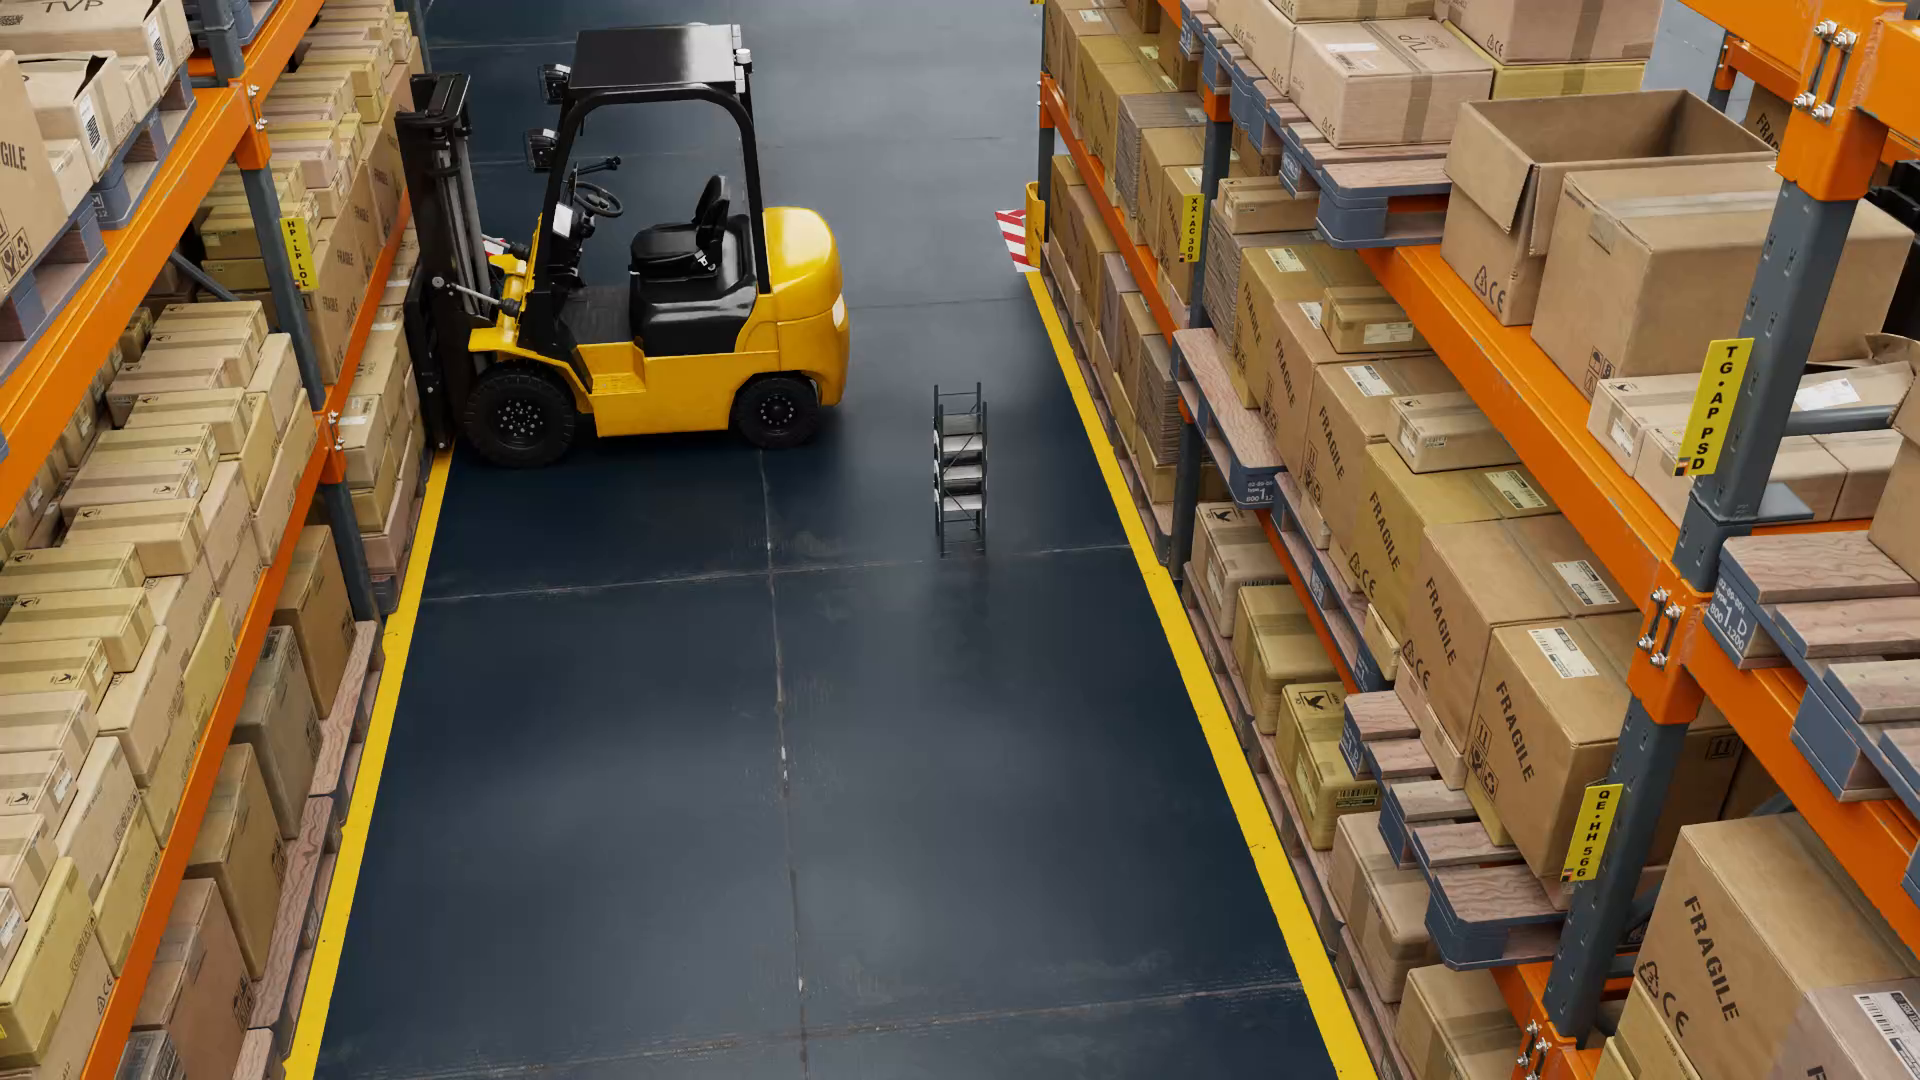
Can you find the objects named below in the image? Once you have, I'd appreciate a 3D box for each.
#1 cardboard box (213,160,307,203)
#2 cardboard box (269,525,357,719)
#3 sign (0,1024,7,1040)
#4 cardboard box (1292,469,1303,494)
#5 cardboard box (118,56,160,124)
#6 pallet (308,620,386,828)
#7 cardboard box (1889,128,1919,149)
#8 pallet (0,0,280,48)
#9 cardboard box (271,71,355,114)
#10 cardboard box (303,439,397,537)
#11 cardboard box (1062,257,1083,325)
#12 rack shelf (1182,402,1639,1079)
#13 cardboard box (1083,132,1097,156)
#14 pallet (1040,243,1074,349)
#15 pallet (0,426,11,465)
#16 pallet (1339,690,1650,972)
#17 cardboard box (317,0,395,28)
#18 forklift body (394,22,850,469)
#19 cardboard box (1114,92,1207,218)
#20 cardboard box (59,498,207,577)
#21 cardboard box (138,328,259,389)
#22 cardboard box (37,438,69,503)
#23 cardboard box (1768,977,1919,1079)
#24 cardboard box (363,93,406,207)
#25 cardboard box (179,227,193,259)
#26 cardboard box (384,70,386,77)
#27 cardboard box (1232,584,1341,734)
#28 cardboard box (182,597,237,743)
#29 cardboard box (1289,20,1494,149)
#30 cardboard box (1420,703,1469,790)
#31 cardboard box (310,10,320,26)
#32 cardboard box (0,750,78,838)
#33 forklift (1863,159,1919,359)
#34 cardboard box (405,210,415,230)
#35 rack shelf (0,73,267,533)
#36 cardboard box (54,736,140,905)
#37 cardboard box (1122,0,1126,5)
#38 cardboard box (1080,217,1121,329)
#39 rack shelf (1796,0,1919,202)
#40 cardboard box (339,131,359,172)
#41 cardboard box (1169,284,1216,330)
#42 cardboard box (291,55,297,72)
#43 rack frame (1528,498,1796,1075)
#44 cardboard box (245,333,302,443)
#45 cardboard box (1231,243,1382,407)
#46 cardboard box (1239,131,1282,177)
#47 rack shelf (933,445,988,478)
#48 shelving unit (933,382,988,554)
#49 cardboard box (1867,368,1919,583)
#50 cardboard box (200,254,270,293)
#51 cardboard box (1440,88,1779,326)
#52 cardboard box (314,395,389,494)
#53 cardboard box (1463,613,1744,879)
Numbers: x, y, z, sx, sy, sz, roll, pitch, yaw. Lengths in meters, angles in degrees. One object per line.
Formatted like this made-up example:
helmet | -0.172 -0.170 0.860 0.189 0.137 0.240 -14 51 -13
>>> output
cardboard box | -3.249 -1.630 7.678 0.380 0.149 0.250 -5 35 -7
cardboard box | -3.251 0.381 7.391 0.875 0.625 0.625 -3 34 -4
sign | -2.258 1.023 3.755 0.100 0.325 0.005 -4 35 -6
cardboard box | 1.510 -0.255 6.439 0.380 0.149 0.250 -4 34 -6
cardboard box | -2.883 -1.476 5.479 0.380 0.149 0.250 -4 35 -6
pallet | -3.195 0.844 7.453 1.003 0.211 1.213 -4 35 -6
cardboard box | 6.193 -2.696 10.039 0.875 0.550 0.500 -4 35 -6
pallet | -3.473 -2.394 7.142 1.003 0.211 1.213 -4 35 -6
cardboard box | -3.401 -2.342 8.722 0.380 0.149 0.250 -4 34 -6
cardboard box | -3.091 -0.254 8.212 0.500 0.250 0.500 -5 35 -7
cardboard box | 0.943 -1.608 10.643 0.500 0.250 0.500 -3 34 -5
rack shelf | 1.855 0.319 6.386 1.077 0.370 4.000 -4 35 -6
cardboard box | 0.948 -2.437 10.014 0.380 0.149 0.250 -3 34 -5
pallet | 1.132 -1.676 11.151 1.003 0.211 1.213 -4 35 -6
pallet | -2.974 -0.018 3.745 1.213 0.211 1.003 -3 34 -4
pallet | 1.922 0.827 5.172 1.213 0.211 1.003 -4 35 -6
cardboard box | -3.549 -3.062 9.779 0.380 0.149 0.250 -4 35 -6
forklift body | -1.807 -1.678 9.431 2.313 2.155 1.214 -4 35 -6
cardboard box | 1.129 -2.064 8.891 0.500 0.500 0.500 -3 34 -5
cardboard box | -2.753 0.001 5.549 0.380 0.149 0.250 -5 35 -8
cardboard box | -3.014 -0.709 6.591 0.380 0.149 0.250 -5 35 -7
cardboard box | -3.418 -0.239 5.900 0.380 0.149 0.250 -4 35 -6
cardboard box | 2.024 1.253 3.400 0.500 0.500 0.500 -4 35 -6
cardboard box | -3.414 -2.159 9.295 0.500 0.500 0.500 -5 35 -7
cardboard box | -3.698 -1.323 7.492 0.380 0.149 0.250 -5 35 -8
cardboard box | -3.486 -2.657 9.449 0.380 0.149 0.250 -5 35 -7
cardboard box | 1.759 0.511 7.425 0.950 0.372 0.625 -2 34 -3
cardboard box | -2.819 0.454 5.682 0.500 0.250 0.500 -3 34 -5
cardboard box | 1.426 -1.527 5.552 0.500 0.250 0.500 -5 35 -7
cardboard box | 1.660 0.621 5.153 0.380 0.149 0.250 -5 35 -7
cardboard box | -4.037 -3.177 9.949 0.380 0.149 0.250 -5 35 -7
cardboard box | -2.642 0.716 4.500 0.380 0.149 0.250 -3 34 -5
forklift | 3.438 -0.261 6.660 1.130 2.935 3.031 -4 34 -6
cardboard box | -3.425 -1.881 10.157 0.500 0.250 0.500 -4 34 -6
rack shelf | -3.063 -0.543 4.987 1.077 0.370 4.000 -4 35 -6
cardboard box | -2.678 0.825 4.693 0.500 0.250 0.500 -3 34 -5
cardboard box | 1.333 -3.636 10.309 0.700 0.500 0.500 -5 35 -8
cardboard box | 1.020 -1.618 9.992 0.500 0.500 0.500 -4 34 -5
rack shelf | 2.393 0.237 1.534 1.077 0.370 4.000 -4 35 -6
cardboard box | -3.258 -1.940 8.397 0.380 0.149 0.250 -5 35 -8
cardboard box | 1.241 -1.147 8.121 0.380 0.149 0.250 -5 35 -7
cardboard box | -3.958 -2.774 9.621 0.380 0.149 0.250 -5 35 -7
rack frame | 2.124 1.138 4.546 1.000 3.000 0.127 -4 35 -6
cardboard box | -3.013 -0.607 6.794 0.500 0.250 0.500 -5 35 -7
cardboard box | 1.433 -0.870 6.765 0.500 0.500 0.500 -4 35 -6
cardboard box | 1.741 -1.934 7.812 0.700 0.500 0.500 -5 35 -7
rack shelf | 0.001 -0.414 8.587 0.258 0.077 0.200 -4 35 -6
shelving unit | 0.001 -0.367 8.619 0.258 0.900 0.210 -4 35 -6
cardboard box | 2.324 -0.119 3.262 0.797 0.503 0.637 -6 35 -9
cardboard box | -3.115 -1.224 7.346 0.380 0.149 0.250 -5 35 -7
cardboard box | 1.890 -0.994 4.918 0.797 0.503 0.637 -4 35 -6
cardboard box | -3.086 -0.461 8.072 0.500 0.250 0.500 -5 35 -7
cardboard box | 1.787 0.567 4.657 0.500 0.500 0.500 -5 35 -8
